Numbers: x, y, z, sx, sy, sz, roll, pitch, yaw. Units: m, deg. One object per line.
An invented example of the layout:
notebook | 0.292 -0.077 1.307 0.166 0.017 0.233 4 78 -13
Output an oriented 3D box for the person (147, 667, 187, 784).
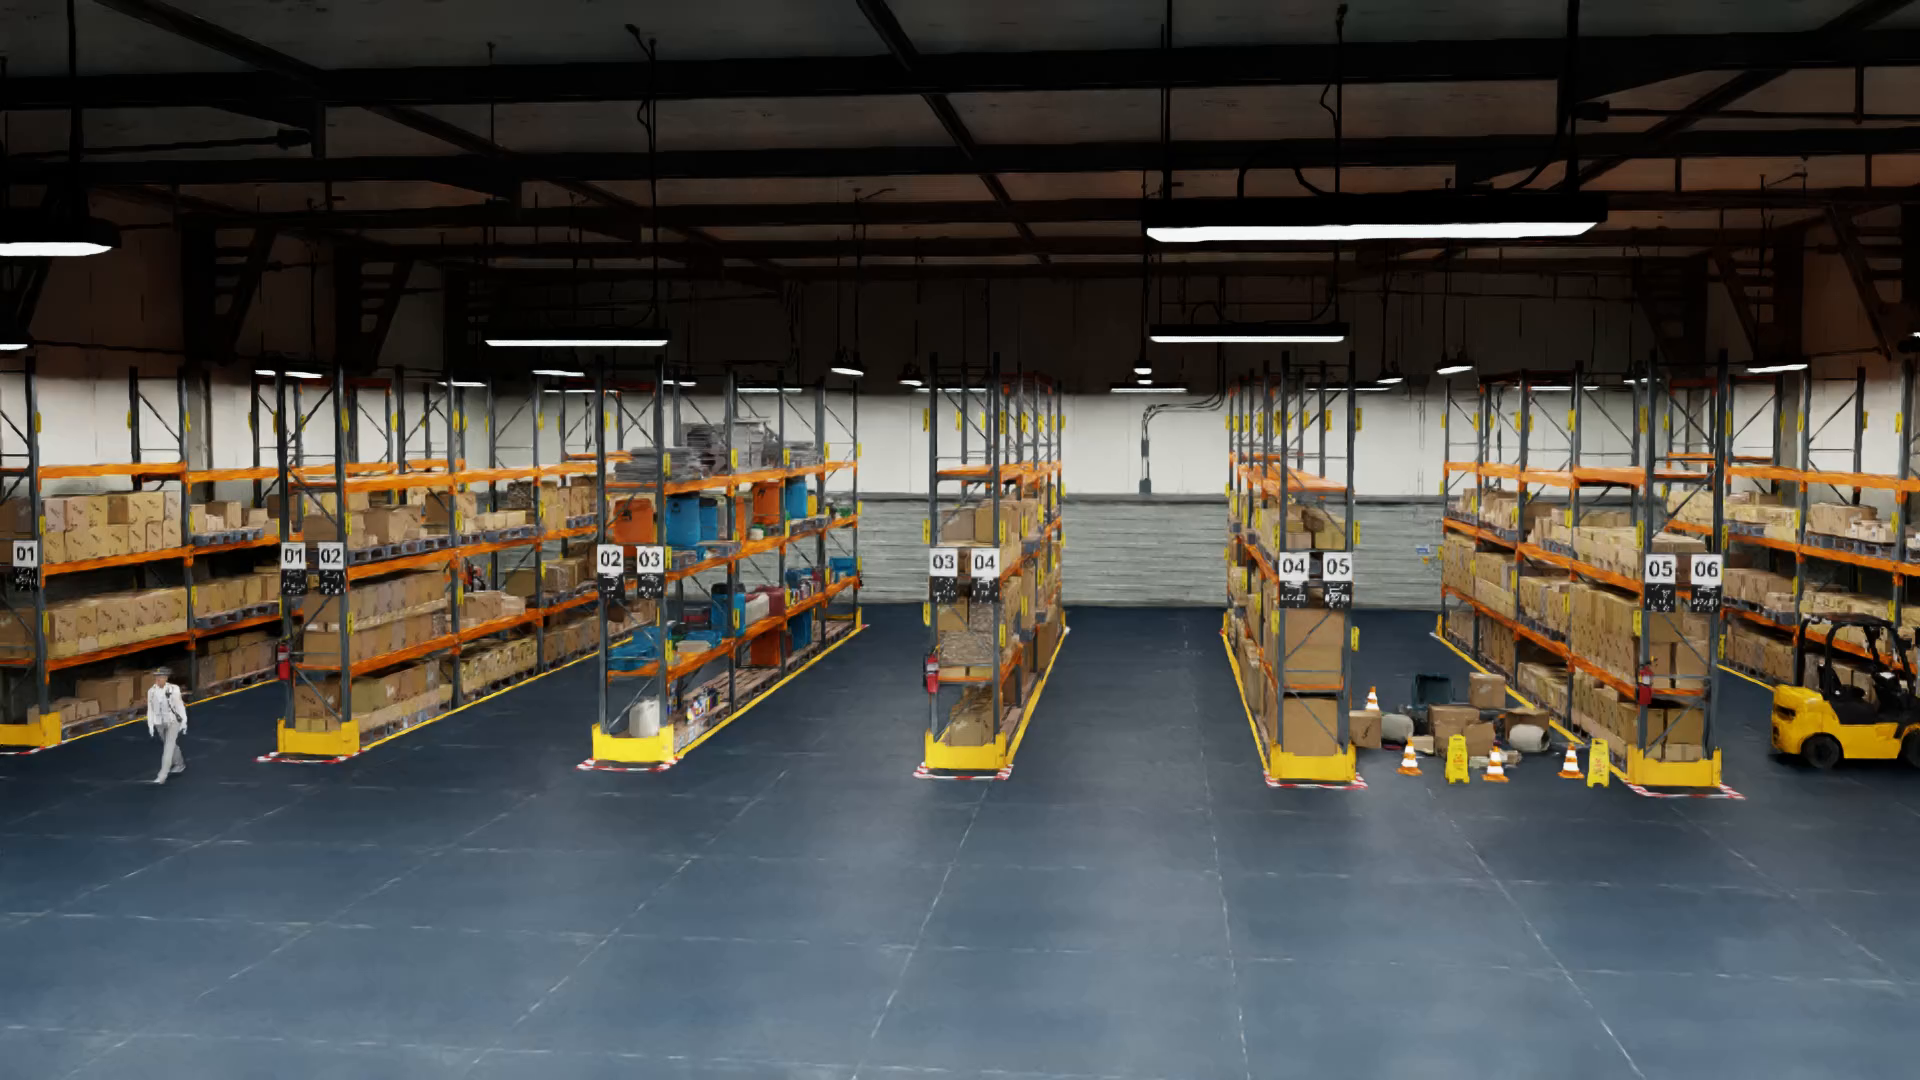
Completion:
person | -11.102 2.542 23.198 0.498 1.585 1.075 0 4 4

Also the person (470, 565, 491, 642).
person | -10.955 1.442 37.939 0.463 1.731 0.598 -1 4 -13
